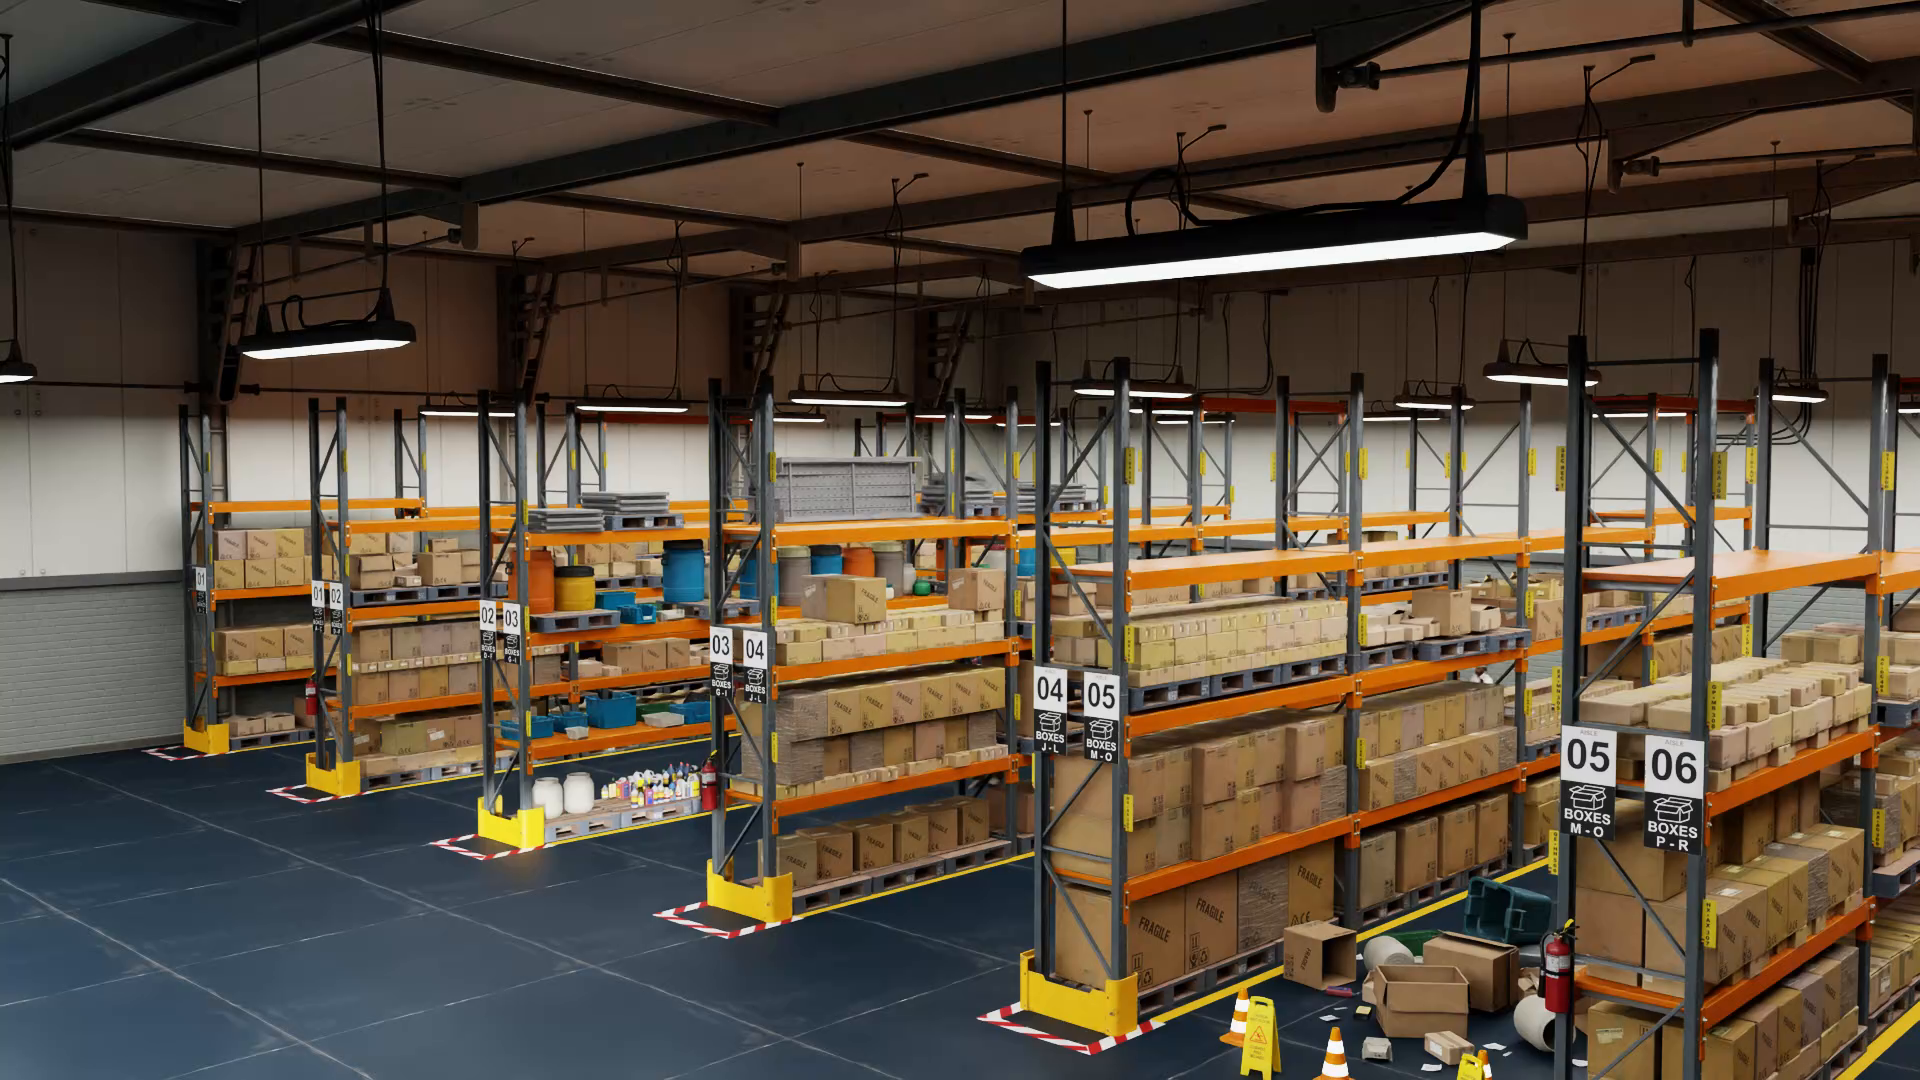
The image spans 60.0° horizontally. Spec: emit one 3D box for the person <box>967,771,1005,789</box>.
[{"bbox_3d":[0.421,3.001,25.685,0.627,1.713,0.621,-3,4,-43],"label":"person"}]

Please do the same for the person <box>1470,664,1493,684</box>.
[{"bbox_3d":[8.797,2.841,28.238,0.955,1.629,0.462,-2,4,-37],"label":"person"}]
